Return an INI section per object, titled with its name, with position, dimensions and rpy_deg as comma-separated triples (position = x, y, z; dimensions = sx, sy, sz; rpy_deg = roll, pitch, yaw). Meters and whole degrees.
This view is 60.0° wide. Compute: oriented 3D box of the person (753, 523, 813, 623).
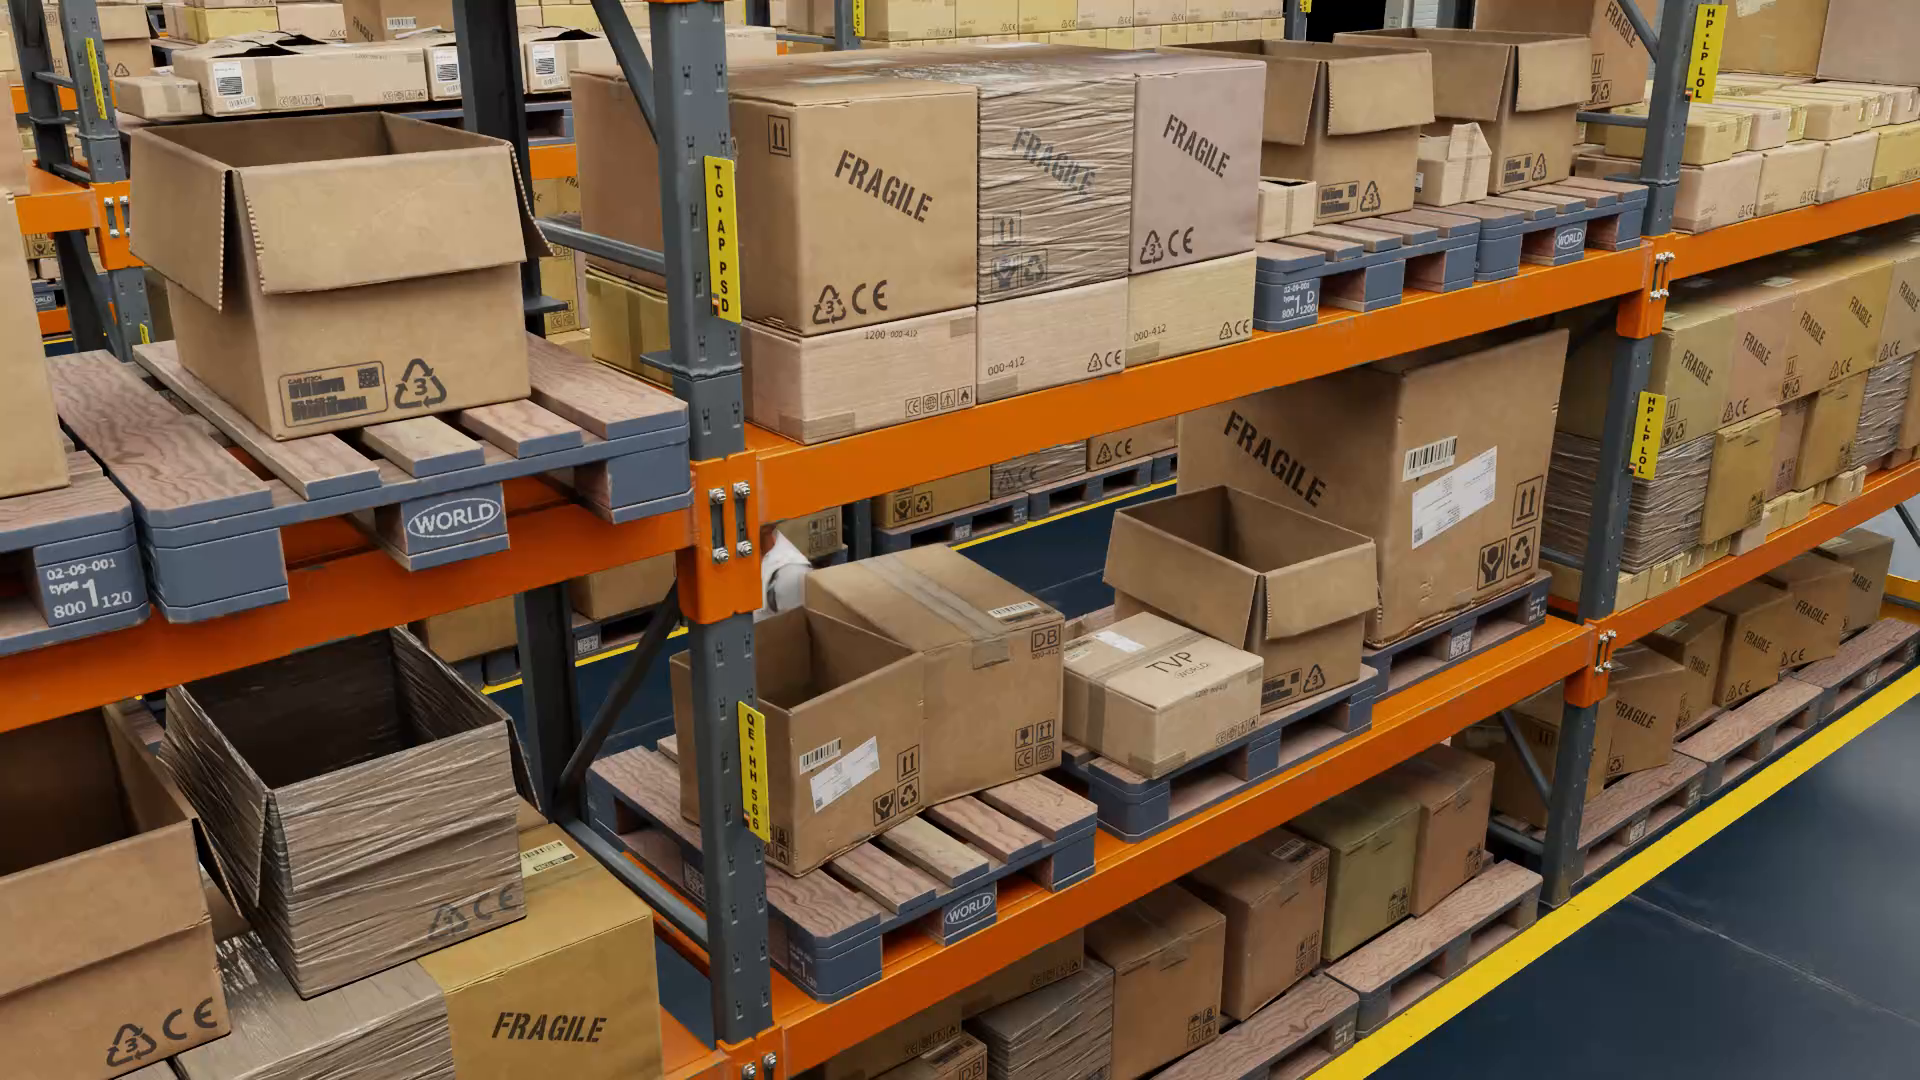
[person]
position = -0.751, 0.543, 7.105
dimensions = 0.705, 1.769, 0.659
rpy_deg = -14, 25, -33
